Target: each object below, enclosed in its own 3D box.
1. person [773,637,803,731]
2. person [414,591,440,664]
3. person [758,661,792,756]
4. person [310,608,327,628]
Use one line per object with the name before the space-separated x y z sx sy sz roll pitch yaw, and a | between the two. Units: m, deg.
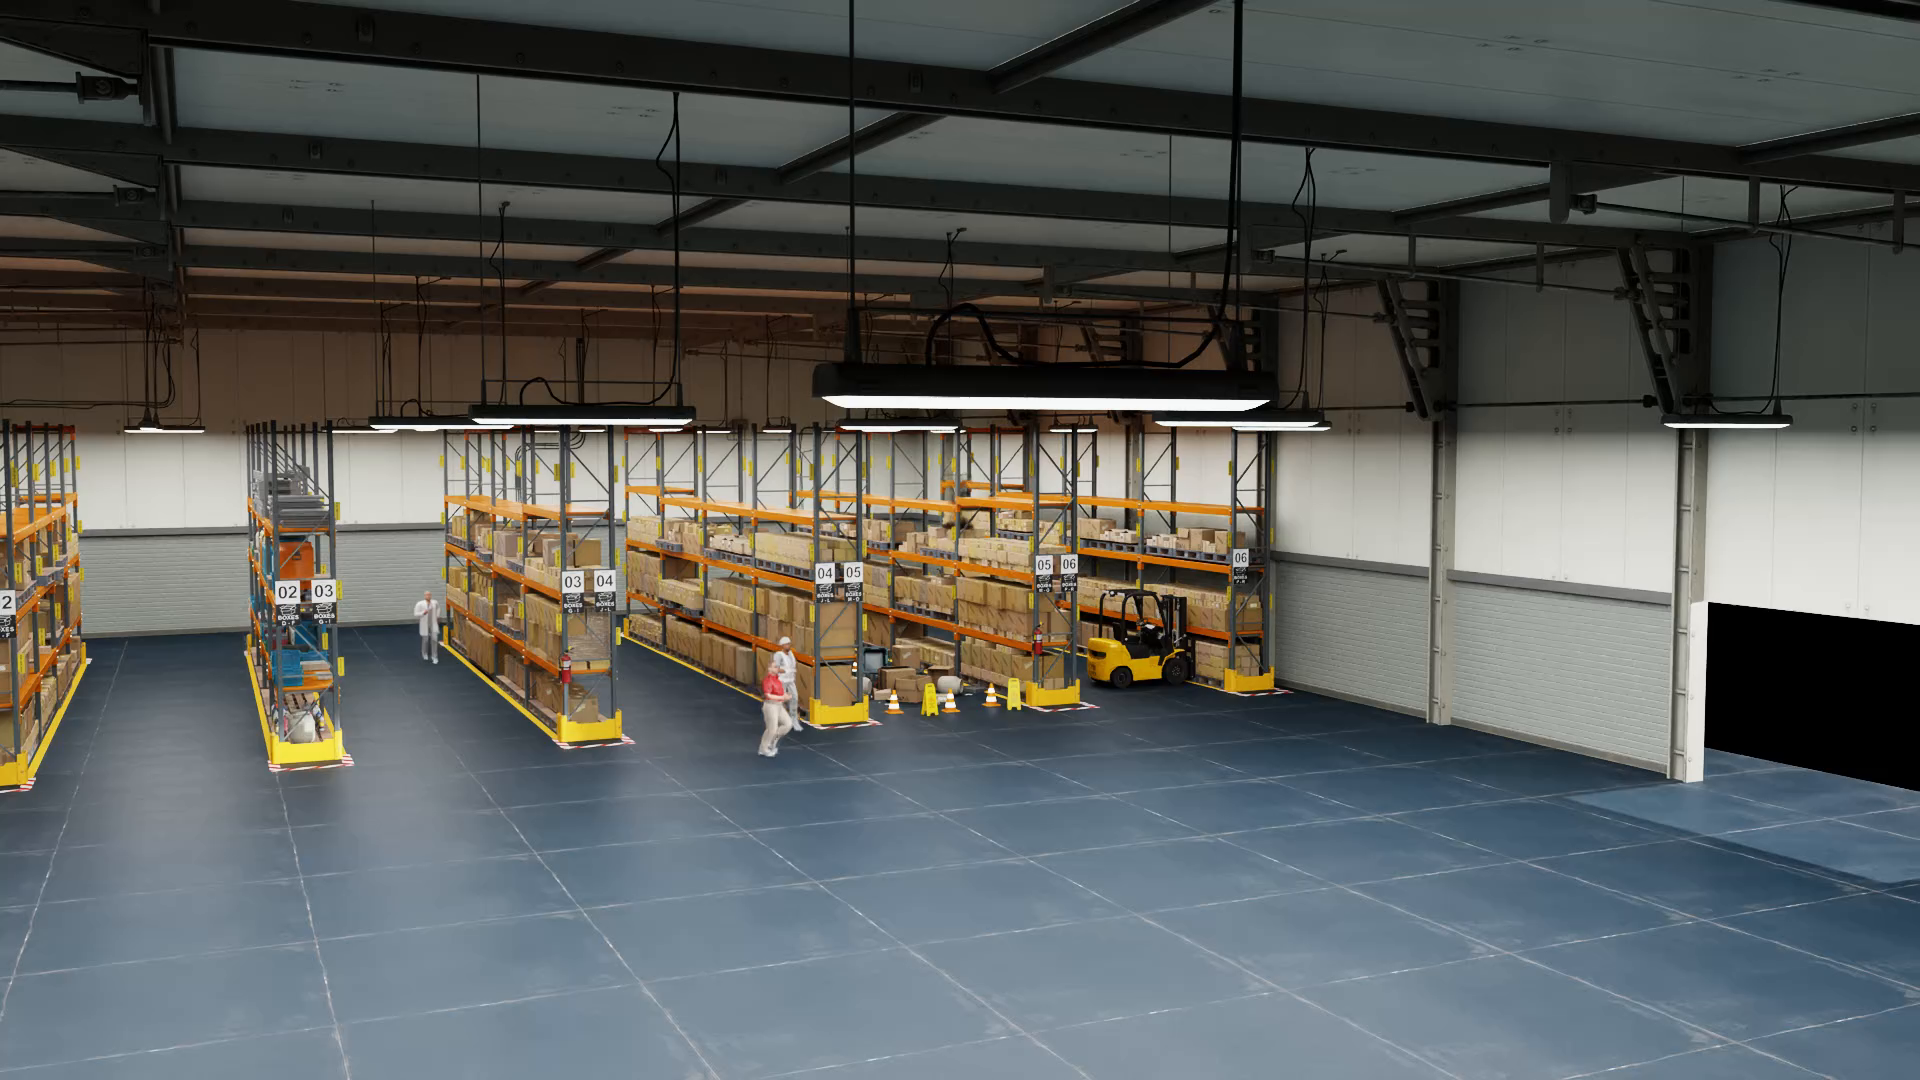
person | -3.426 2.802 32.449 0.794 1.841 0.706 2 4 33
person | -13.439 2.180 42.034 0.696 1.804 0.862 -2 4 -29
person | -3.287 3.011 29.684 0.655 1.694 0.645 1 4 18
person | -17.881 2.051 46.159 0.547 1.639 0.720 0 4 0
